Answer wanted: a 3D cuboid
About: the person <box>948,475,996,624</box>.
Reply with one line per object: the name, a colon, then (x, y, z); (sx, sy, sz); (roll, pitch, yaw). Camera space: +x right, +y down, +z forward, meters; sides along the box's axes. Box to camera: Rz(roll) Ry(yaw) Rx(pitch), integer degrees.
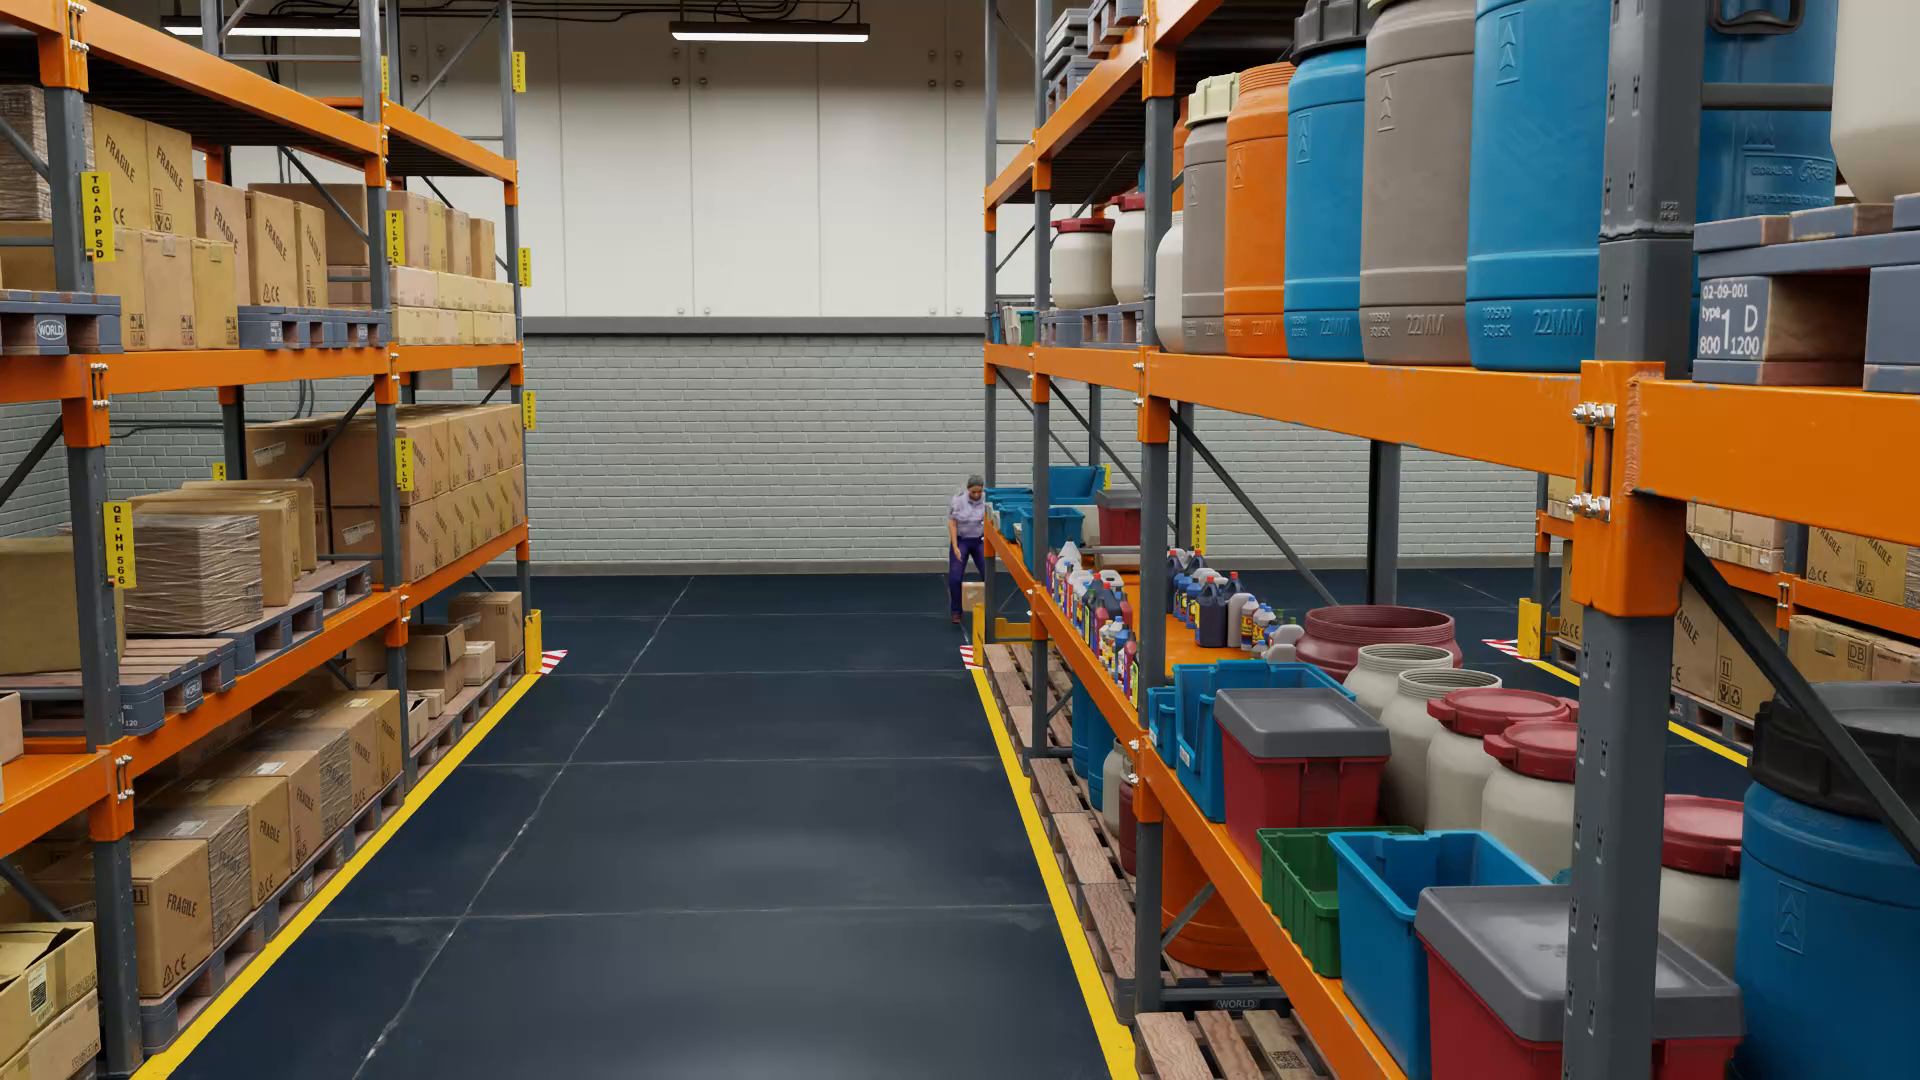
person: (0.143, 0.083, 16.757); (0.522, 1.510, 0.529); (0, 7, -3)
